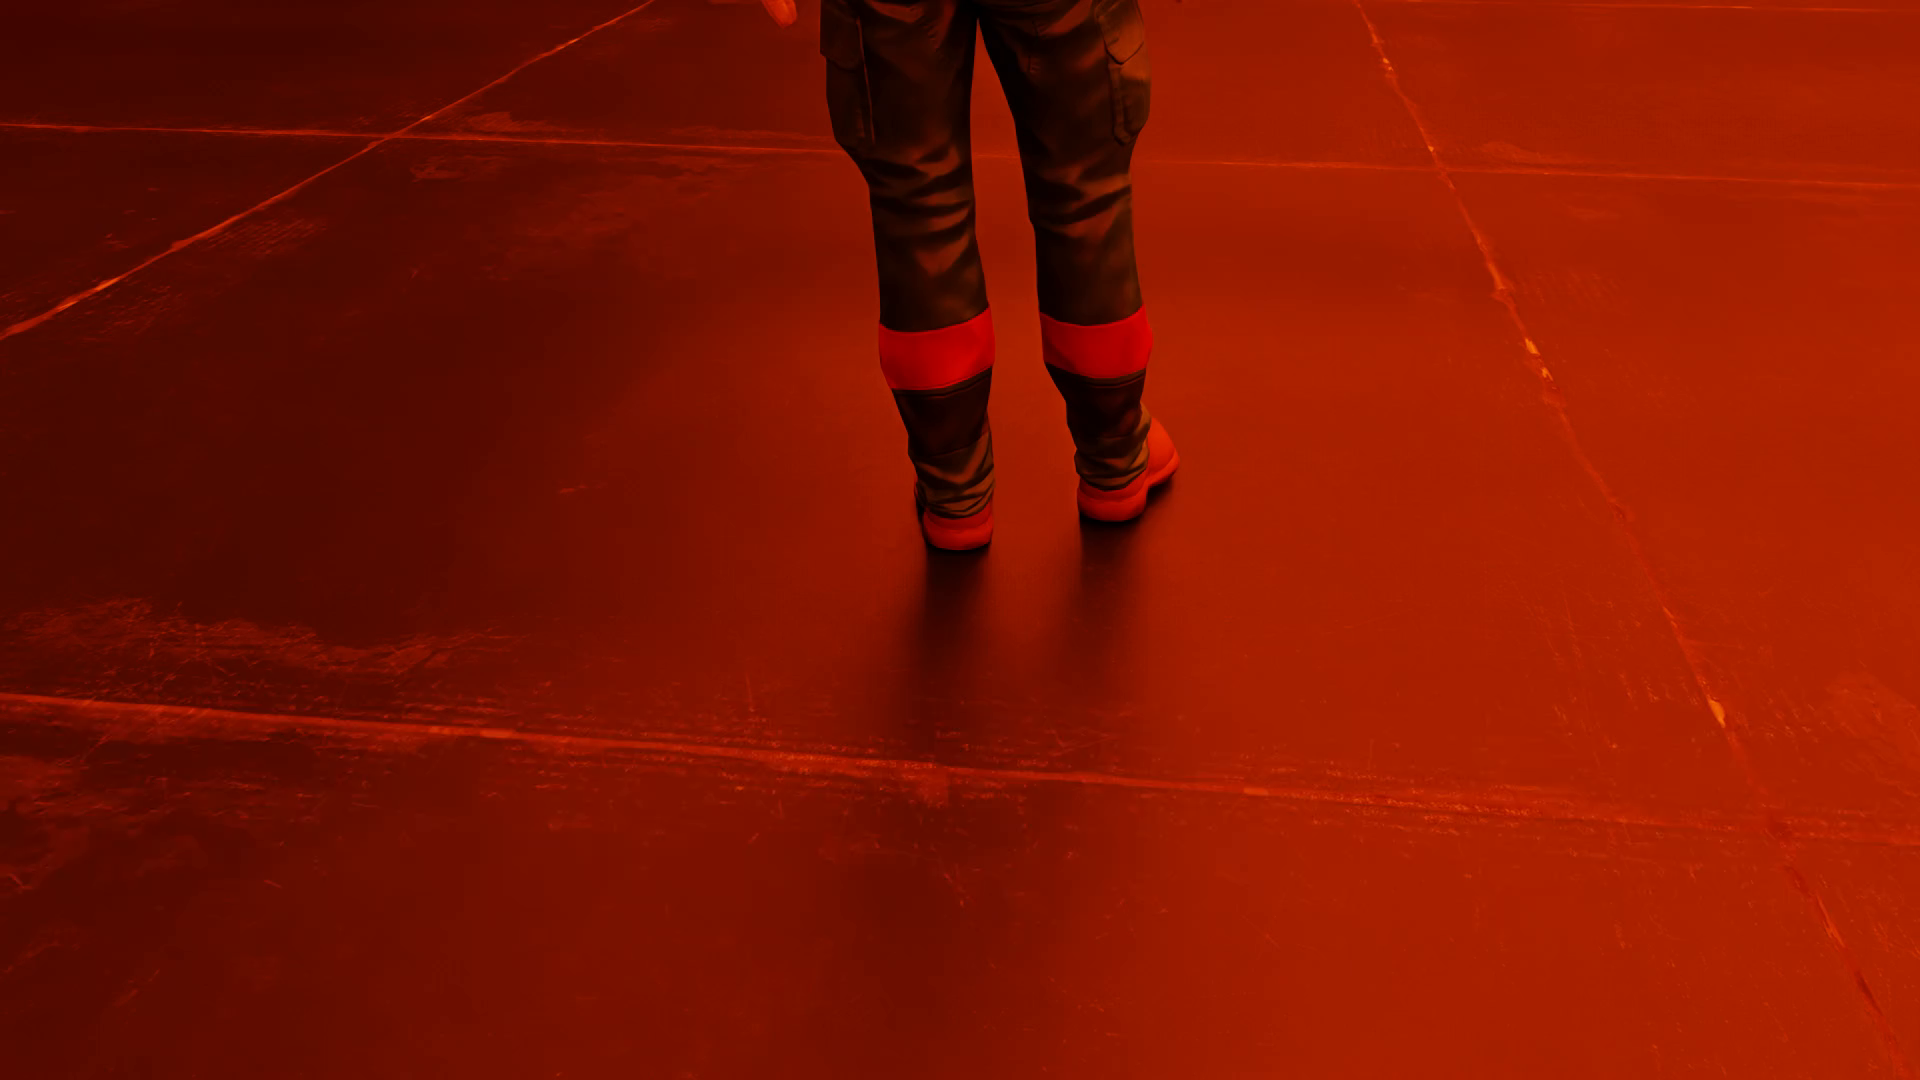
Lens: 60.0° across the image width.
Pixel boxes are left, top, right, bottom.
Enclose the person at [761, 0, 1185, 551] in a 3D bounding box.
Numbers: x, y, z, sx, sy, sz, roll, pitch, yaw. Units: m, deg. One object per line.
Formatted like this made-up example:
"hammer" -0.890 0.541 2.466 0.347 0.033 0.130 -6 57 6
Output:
"person" 0.023 -0.842 2.168 0.637 1.790 0.562 3 27 7
